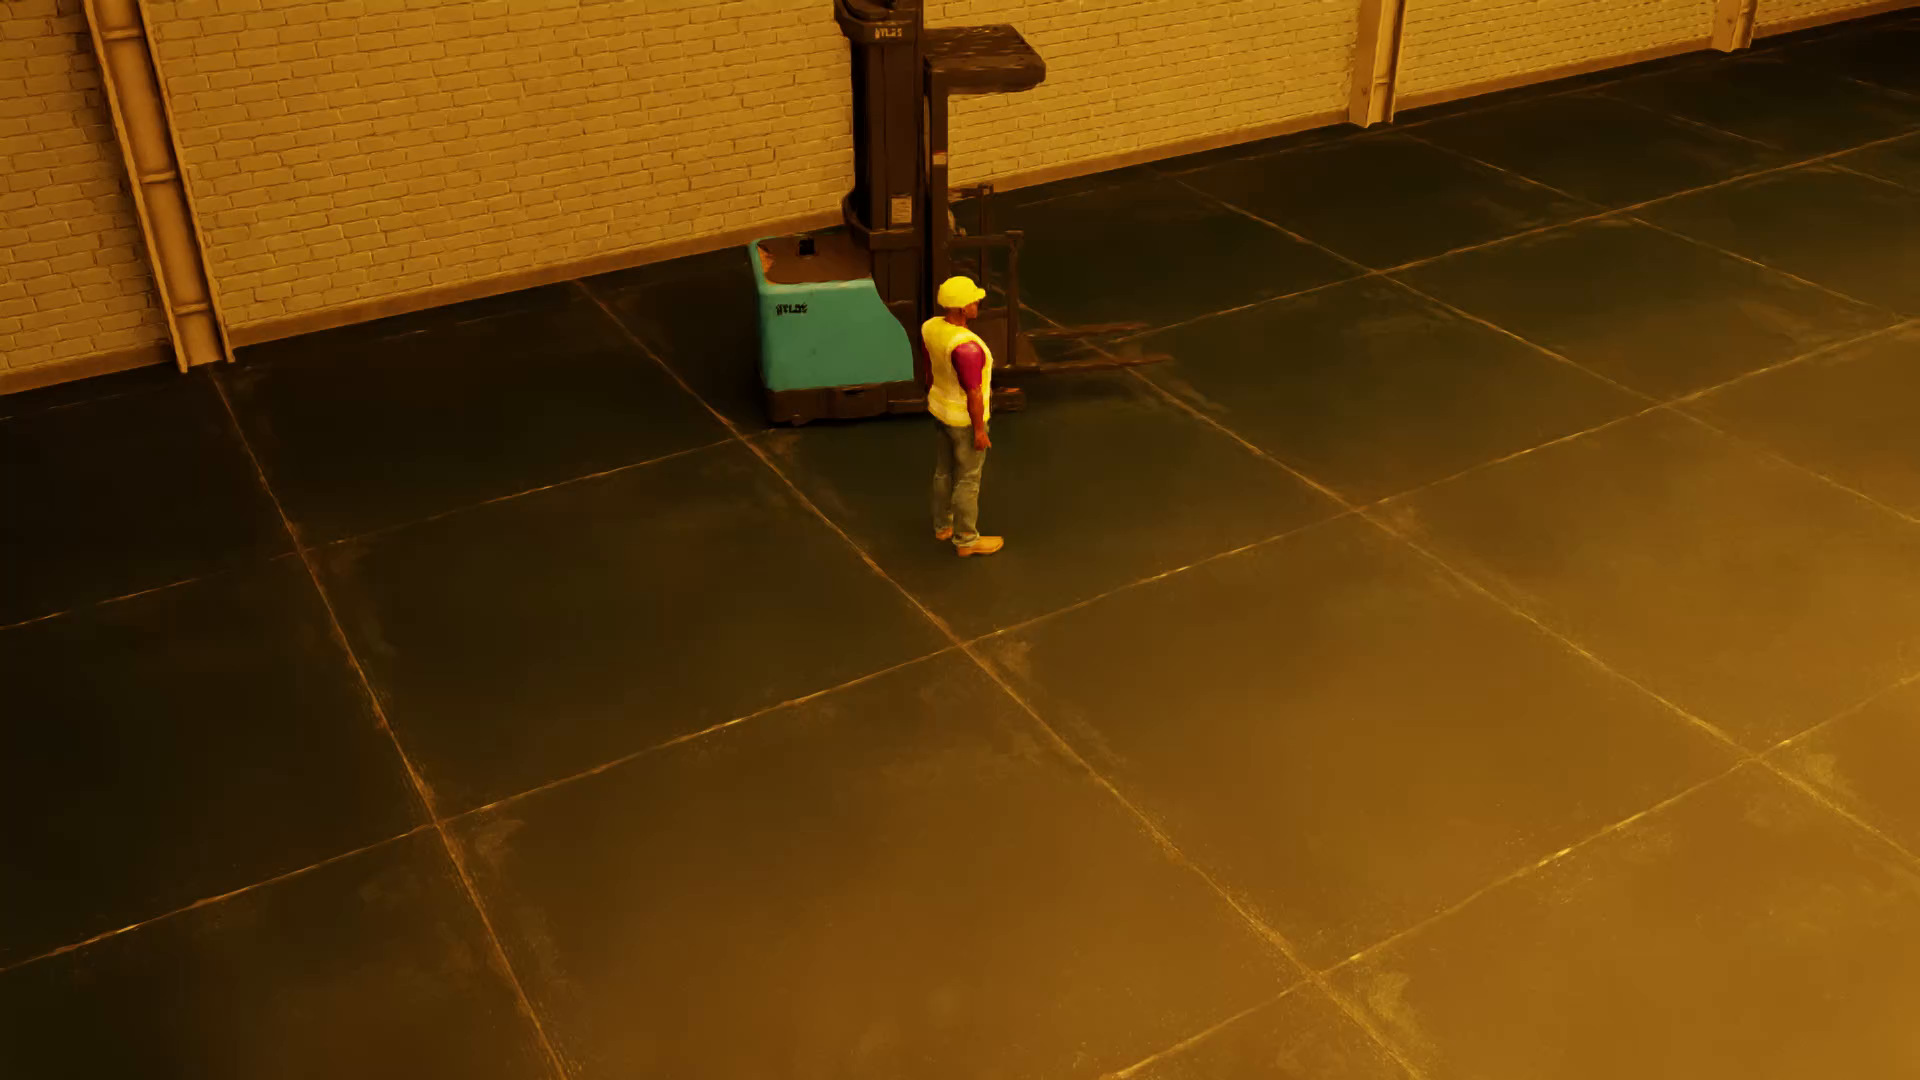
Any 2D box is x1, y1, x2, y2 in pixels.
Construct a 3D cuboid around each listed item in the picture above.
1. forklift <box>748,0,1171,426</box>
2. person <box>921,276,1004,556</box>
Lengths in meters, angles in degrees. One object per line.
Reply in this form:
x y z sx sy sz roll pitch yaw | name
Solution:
0.016 -2.434 11.712 3.031 2.935 1.130 -6 31 -9 | forklift
0.010 -0.762 10.052 0.367 1.771 0.559 -17 35 -26 | person
